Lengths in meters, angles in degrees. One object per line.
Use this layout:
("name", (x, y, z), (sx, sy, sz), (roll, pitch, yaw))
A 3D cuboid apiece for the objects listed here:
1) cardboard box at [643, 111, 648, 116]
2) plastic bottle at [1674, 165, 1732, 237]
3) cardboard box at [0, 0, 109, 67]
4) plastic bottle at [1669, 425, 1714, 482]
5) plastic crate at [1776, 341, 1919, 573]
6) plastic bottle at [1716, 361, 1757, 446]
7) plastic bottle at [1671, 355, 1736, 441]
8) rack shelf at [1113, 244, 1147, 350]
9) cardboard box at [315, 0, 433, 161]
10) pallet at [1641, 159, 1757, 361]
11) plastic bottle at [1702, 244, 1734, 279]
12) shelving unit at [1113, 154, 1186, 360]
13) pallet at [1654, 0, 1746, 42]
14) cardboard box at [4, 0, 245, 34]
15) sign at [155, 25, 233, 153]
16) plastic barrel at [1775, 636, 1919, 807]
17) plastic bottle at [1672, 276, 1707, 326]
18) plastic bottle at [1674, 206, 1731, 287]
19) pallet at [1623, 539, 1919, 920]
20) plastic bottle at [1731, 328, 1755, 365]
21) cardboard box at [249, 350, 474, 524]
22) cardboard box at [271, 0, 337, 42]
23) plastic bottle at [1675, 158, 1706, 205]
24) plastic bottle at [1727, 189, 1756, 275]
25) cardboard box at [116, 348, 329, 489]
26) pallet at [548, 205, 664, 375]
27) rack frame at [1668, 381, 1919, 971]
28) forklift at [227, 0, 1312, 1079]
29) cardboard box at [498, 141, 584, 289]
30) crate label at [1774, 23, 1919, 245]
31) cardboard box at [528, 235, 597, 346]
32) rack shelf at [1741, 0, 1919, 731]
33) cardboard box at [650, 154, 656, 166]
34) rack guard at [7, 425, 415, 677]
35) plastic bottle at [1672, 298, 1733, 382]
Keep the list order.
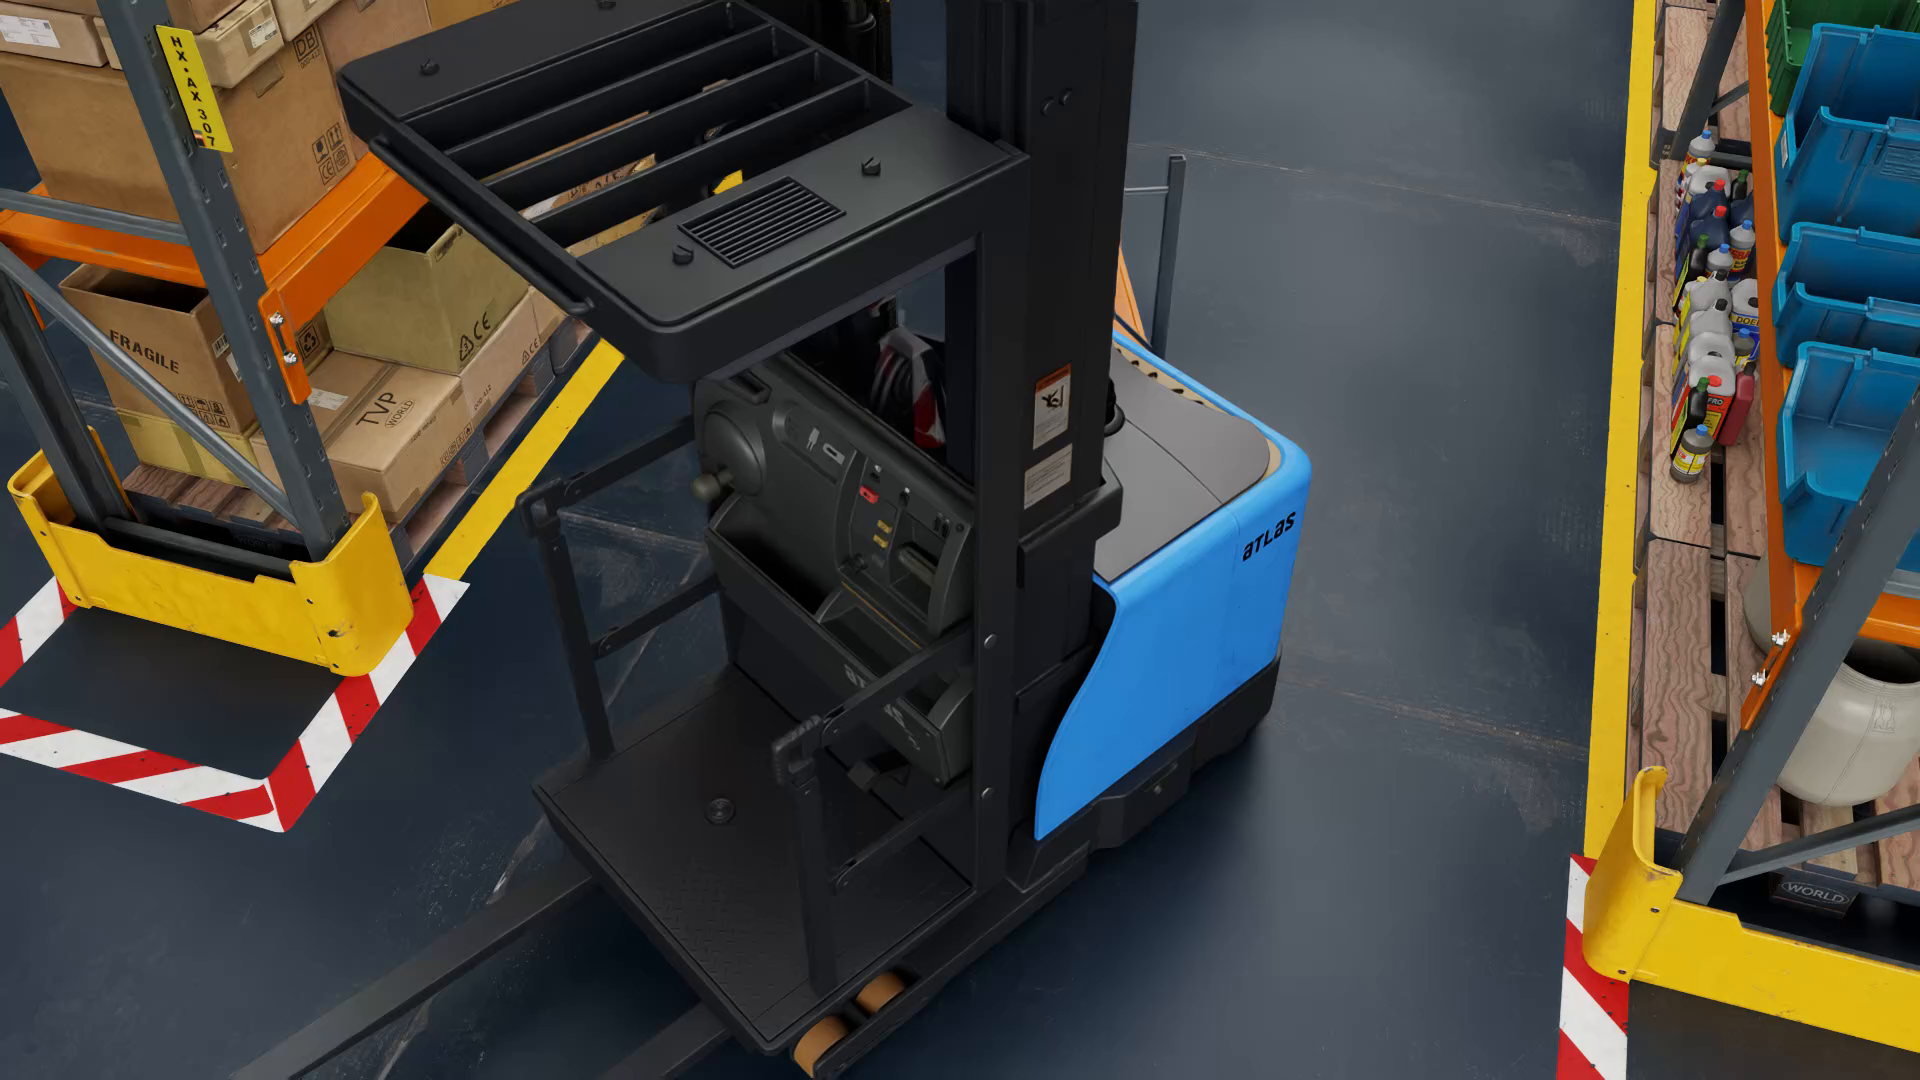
("cardboard box", (-1.420, -1.960, 6.737), (0.500, 0.500, 0.500), (13, 46, 13))
("plastic bottle", (2.956, -1.336, 6.603), (0.152, 0.276, 0.135), (14, 46, 14))
("cardboard box", (-2.455, -1.441, 4.542), (0.380, 0.149, 0.250), (12, 46, 12))
("plastic bottle", (2.469, -0.301, 5.599), (0.097, 0.201, 0.097), (0, 44, 0))
("plastic crate", (2.197, -0.170, 3.886), (0.499, 0.251, 0.616), (13, 46, 13))
("plastic bottle", (2.673, -0.470, 5.713), (0.061, 0.283, 0.133), (13, 46, 13))
("plastic bottle", (2.571, -0.490, 5.738), (0.152, 0.276, 0.135), (13, 46, 13))
("rack shelf", (0.345, -0.759, 5.710), (0.538, 0.185, 1.000), (-4, 44, -4))
("cardboard box", (-2.081, -1.573, 5.142), (0.700, 0.500, 0.500), (14, 46, 14))
("pallet", (3.299, -1.057, 6.680), (1.003, 0.211, 1.213), (13, 46, 13))
("plastic bottle", (2.836, -0.993, 6.256), (0.097, 0.271, 0.097), (0, 44, 0))
("shelving unit", (0.344, -0.894, 5.591), (0.587, 1.500, 1.083), (-4, 44, -4))
("pallet", (4.111, -2.844, 8.505), (1.003, 0.211, 1.213), (13, 46, 13))
("cardboard box", (-2.219, -1.721, 4.365), (0.700, 0.500, 0.500), (13, 46, 13))
("sign", (-1.862, -1.094, 4.048), (0.100, 0.325, 0.005), (13, 46, 13))
("plastic barrel", (2.457, 0.458, 4.616), (0.421, 0.512, 0.421), (0, 44, 0))
("plastic bottle", (2.737, -0.890, 6.201), (0.097, 0.201, 0.097), (0, 44, 0))
("plastic bottle", (2.845, -1.127, 6.337), (0.144, 0.351, 0.185), (11, 45, 11))
("pallet", (2.560, 0.569, 5.018), (1.003, 0.211, 1.213), (13, 46, 13))
("plastic bottle", (2.788, -0.670, 5.976), (0.097, 0.201, 0.097), (0, 44, 0))
("cardboard box", (-2.015, -0.356, 5.635), (0.500, 0.250, 0.500), (13, 46, 13))
("cardboard box", (-1.987, -1.538, 4.642), (0.380, 0.149, 0.250), (11, 46, 11))
("plastic bottle", (2.997, -1.463, 6.786), (0.097, 0.201, 0.097), (0, 44, 0))
("plastic bottle", (3.040, -1.223, 6.434), (0.144, 0.351, 0.185), (13, 46, 13))
("cardboard box", (-2.508, -0.466, 5.747), (0.500, 0.250, 0.500), (13, 46, 13))
("pallet", (-1.826, -1.211, 6.836), (1.003, 0.211, 1.213), (13, 46, 13))
("rack frame", (2.331, 0.173, 3.428), (1.000, 3.000, 0.127), (13, 46, 13))
("forklift", (-0.469, -0.067, 3.723), (3.031, 2.935, 1.130), (-32, 53, -29))
("cardboard box", (-1.726, -1.294, 6.057), (0.500, 0.500, 0.500), (13, 46, 13))
("crate label", (2.630, -1.123, 4.728), (0.502, 0.435, 0.616), (13, 46, 13))
("cardboard box", (-1.715, -1.023, 6.317), (0.500, 0.250, 0.500), (13, 46, 13))
("rack shelf", (2.936, -0.903, 5.042), (1.077, 0.370, 4.000), (13, 46, 13))
("cardboard box", (-1.408, -1.689, 6.997), (0.500, 0.250, 0.500), (13, 46, 13))
("rack guard", (-2.396, 0.031, 5.361), (1.175, 0.500, 0.348), (13, 46, 13))
("plastic bottle", (2.660, -0.720, 5.921), (0.144, 0.351, 0.185), (14, 46, 14))
